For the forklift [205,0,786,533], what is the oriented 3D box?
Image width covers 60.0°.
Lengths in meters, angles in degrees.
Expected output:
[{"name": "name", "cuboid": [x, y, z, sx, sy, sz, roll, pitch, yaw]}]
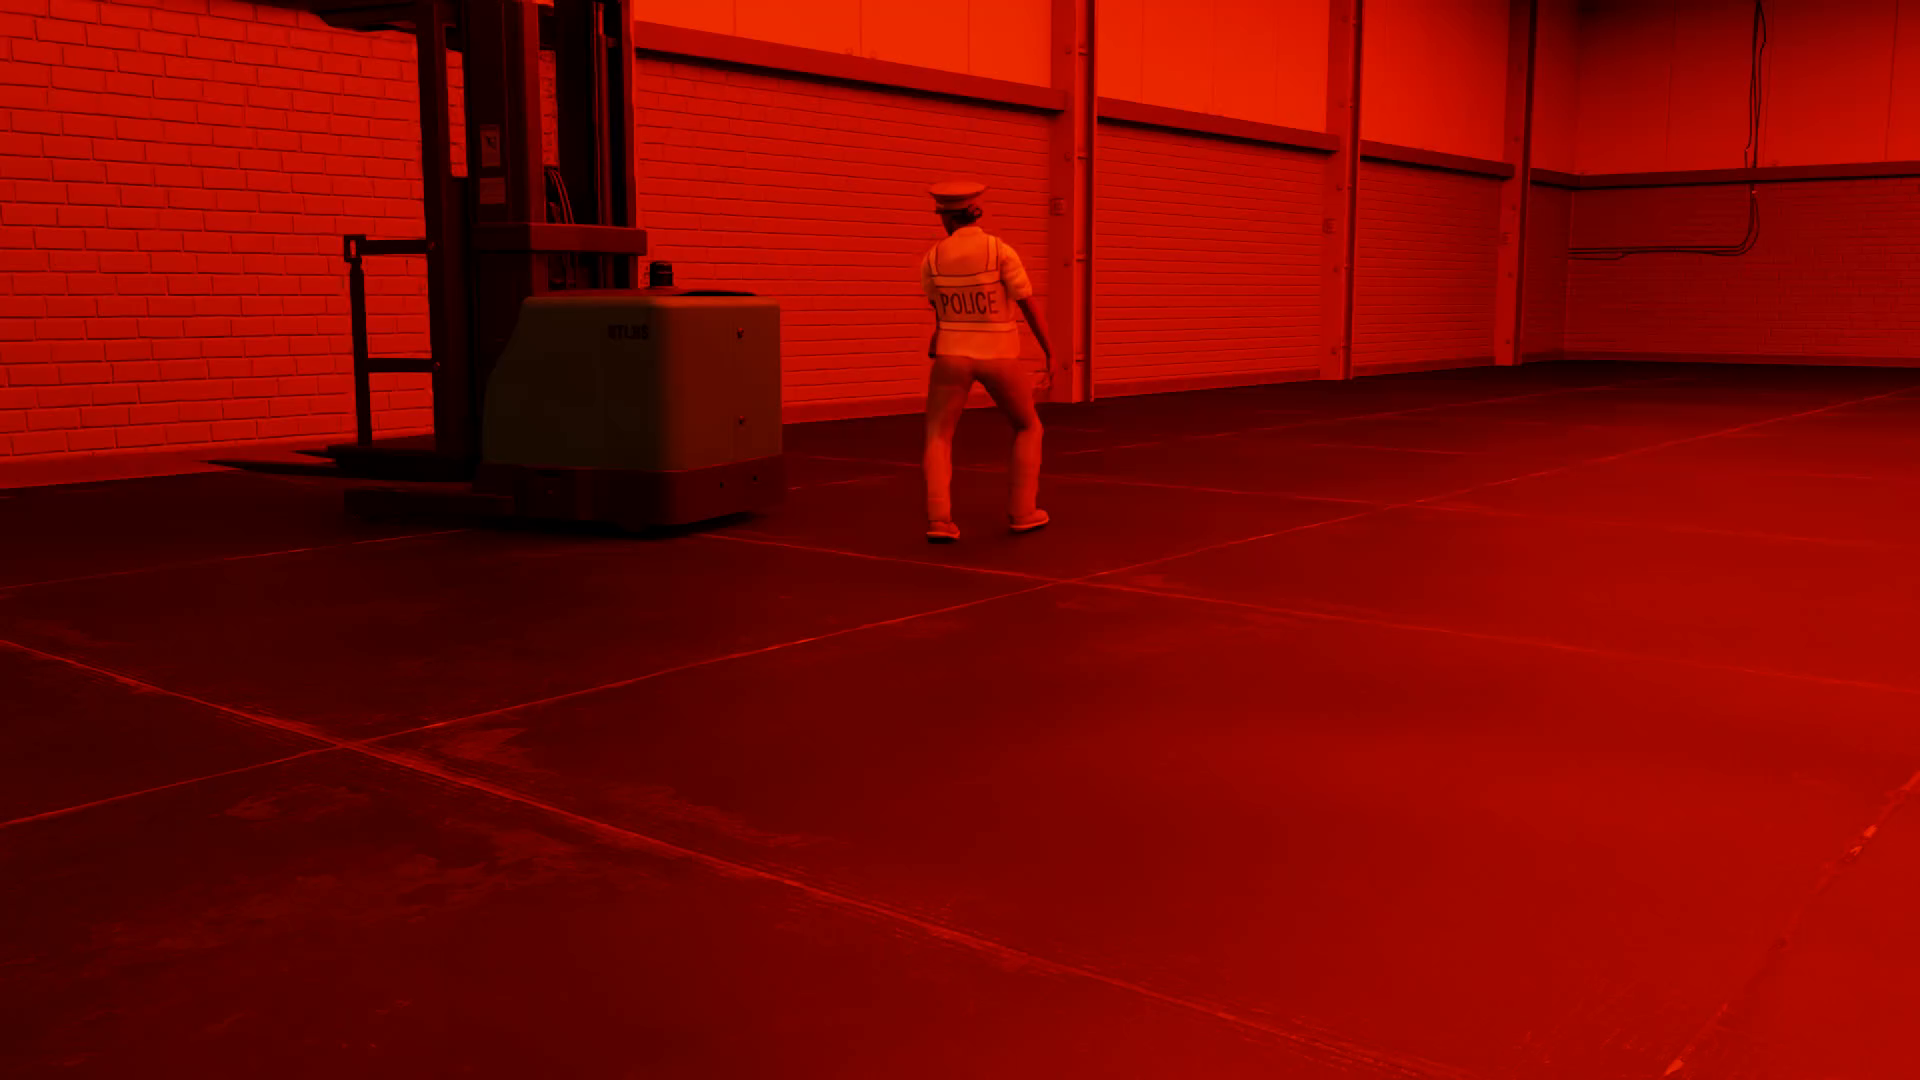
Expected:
[{"name": "forklift", "cuboid": [-2.422, -1.596, 8.192, 3.031, 2.935, 1.130, 4, 9, 24]}]

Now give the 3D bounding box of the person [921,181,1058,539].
[{"name": "person", "cuboid": [0.136, -0.816, 7.538, 0.622, 1.583, 0.789, 1, 8, 4]}]
